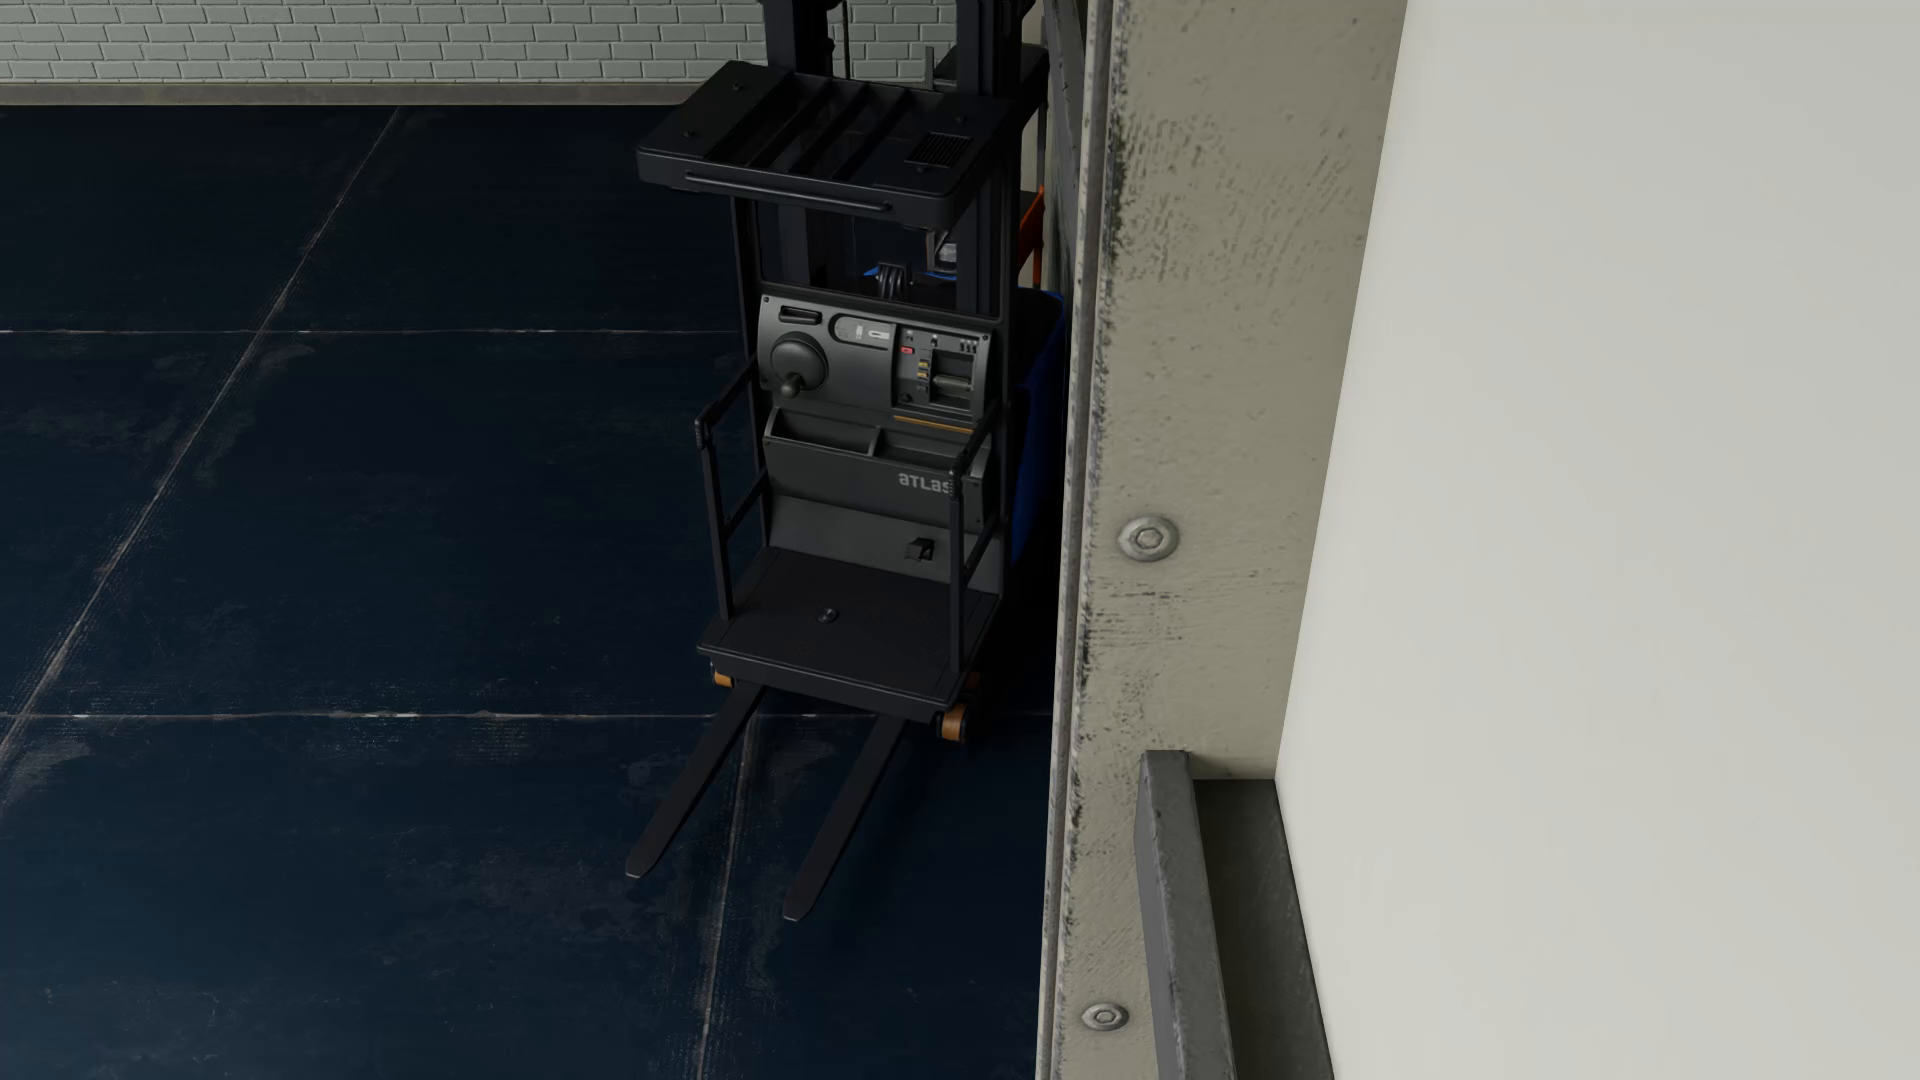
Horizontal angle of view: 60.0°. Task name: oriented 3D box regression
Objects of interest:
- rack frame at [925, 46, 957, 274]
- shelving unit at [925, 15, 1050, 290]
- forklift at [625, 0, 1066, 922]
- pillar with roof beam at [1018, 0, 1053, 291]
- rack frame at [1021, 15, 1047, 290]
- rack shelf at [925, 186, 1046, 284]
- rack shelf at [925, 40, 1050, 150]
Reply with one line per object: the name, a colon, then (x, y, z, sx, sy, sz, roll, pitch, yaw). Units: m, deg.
rack frame: (0.045, -1.210, 7.581, 0.400, 2.100, 0.015, 12, 40, 14)
shelving unit: (0.122, -1.355, 7.762, 0.431, 2.100, 0.503, 12, 40, 14)
forklift: (-0.398, -0.615, 6.173, 1.130, 2.935, 3.031, 12, 40, 14)
pillar with roof beam: (-3.994, -4.662, 6.372, 9.100, 9.000, 0.400, 0, 39, 0)
rack frame: (0.199, -1.500, 7.943, 0.400, 2.100, 0.015, 12, 40, 14)
rack shelf: (0.122, -1.344, 7.770, 0.431, 0.518, 0.480, 12, 40, 14)
rack shelf: (0.122, -1.891, 7.333, 0.431, 0.518, 0.480, 12, 40, 14)
